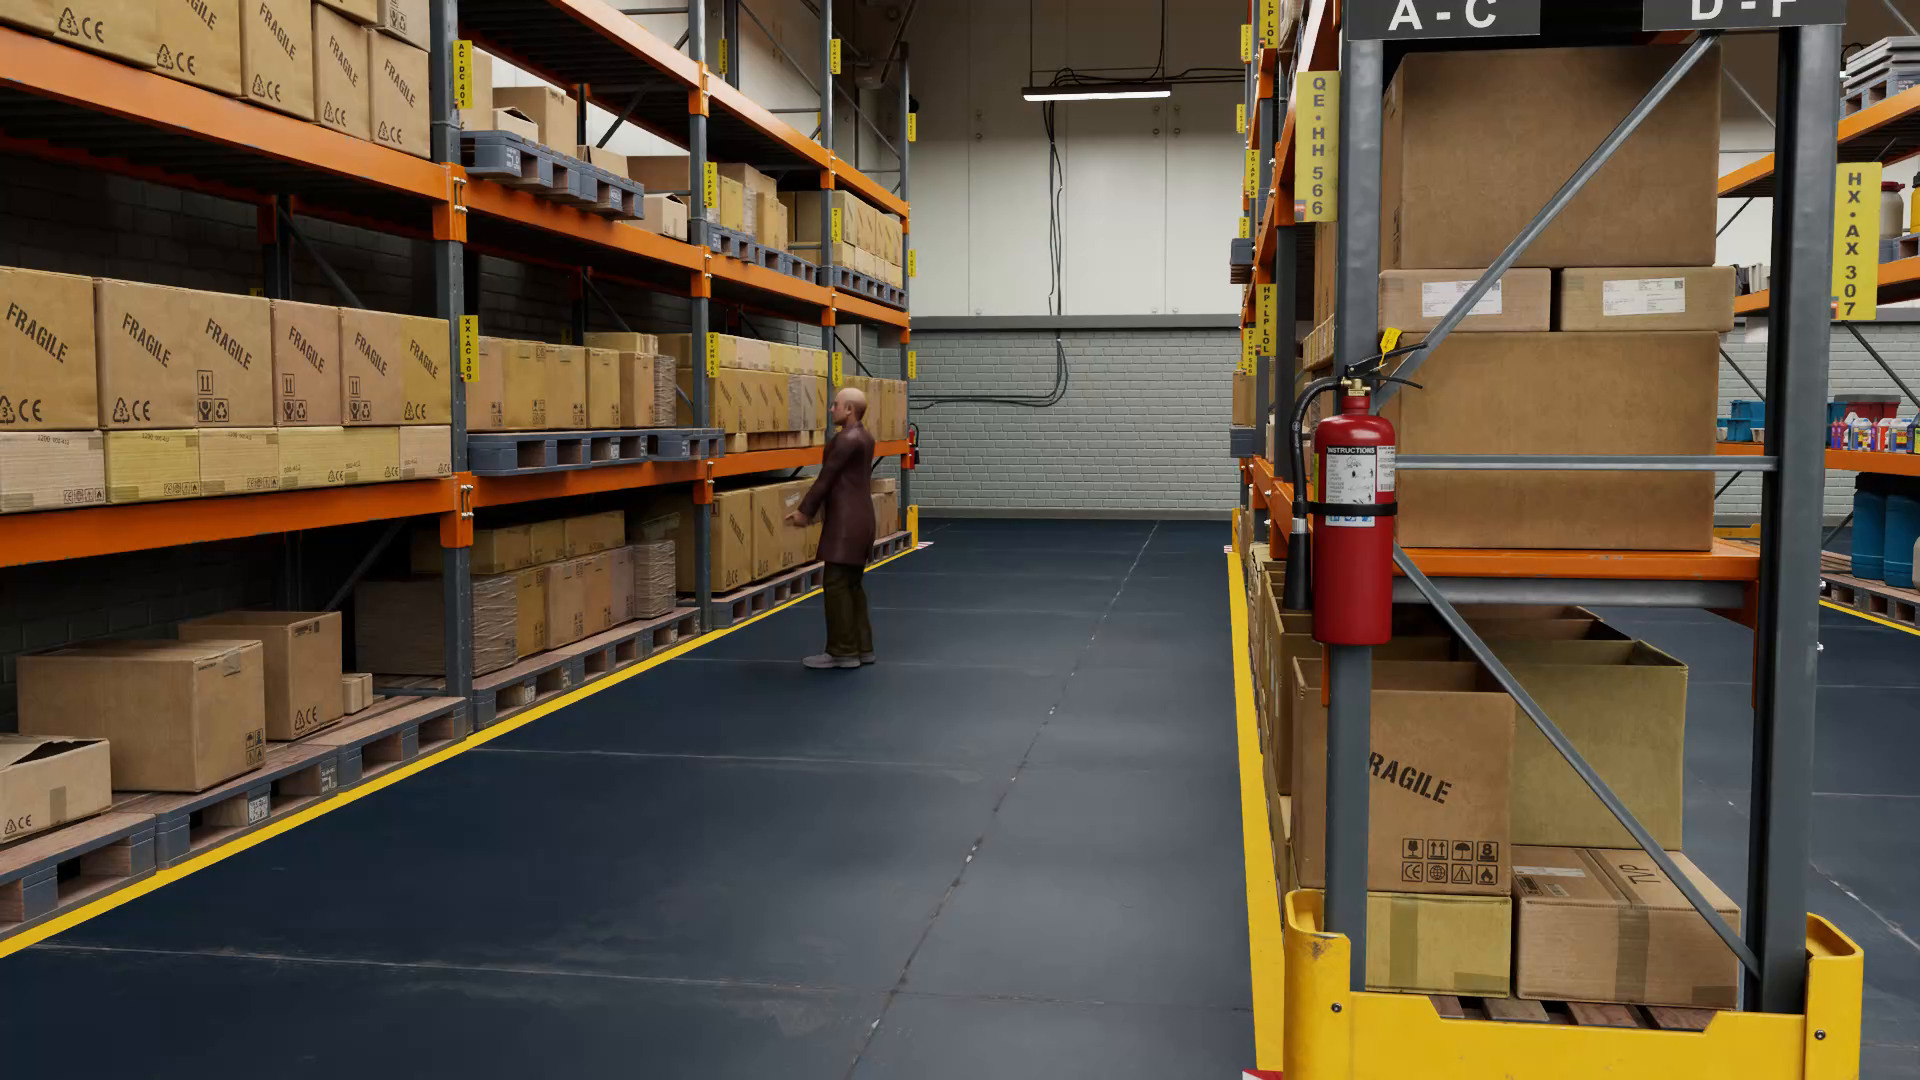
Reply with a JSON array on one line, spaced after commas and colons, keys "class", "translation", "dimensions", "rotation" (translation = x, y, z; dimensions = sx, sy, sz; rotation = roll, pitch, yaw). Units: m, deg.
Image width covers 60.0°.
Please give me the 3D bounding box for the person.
[{"class": "person", "translation": [-0.822, -0.078, 10.622], "dimensions": [0.556, 1.780, 0.526], "rotation": [1, 4, 8]}]
